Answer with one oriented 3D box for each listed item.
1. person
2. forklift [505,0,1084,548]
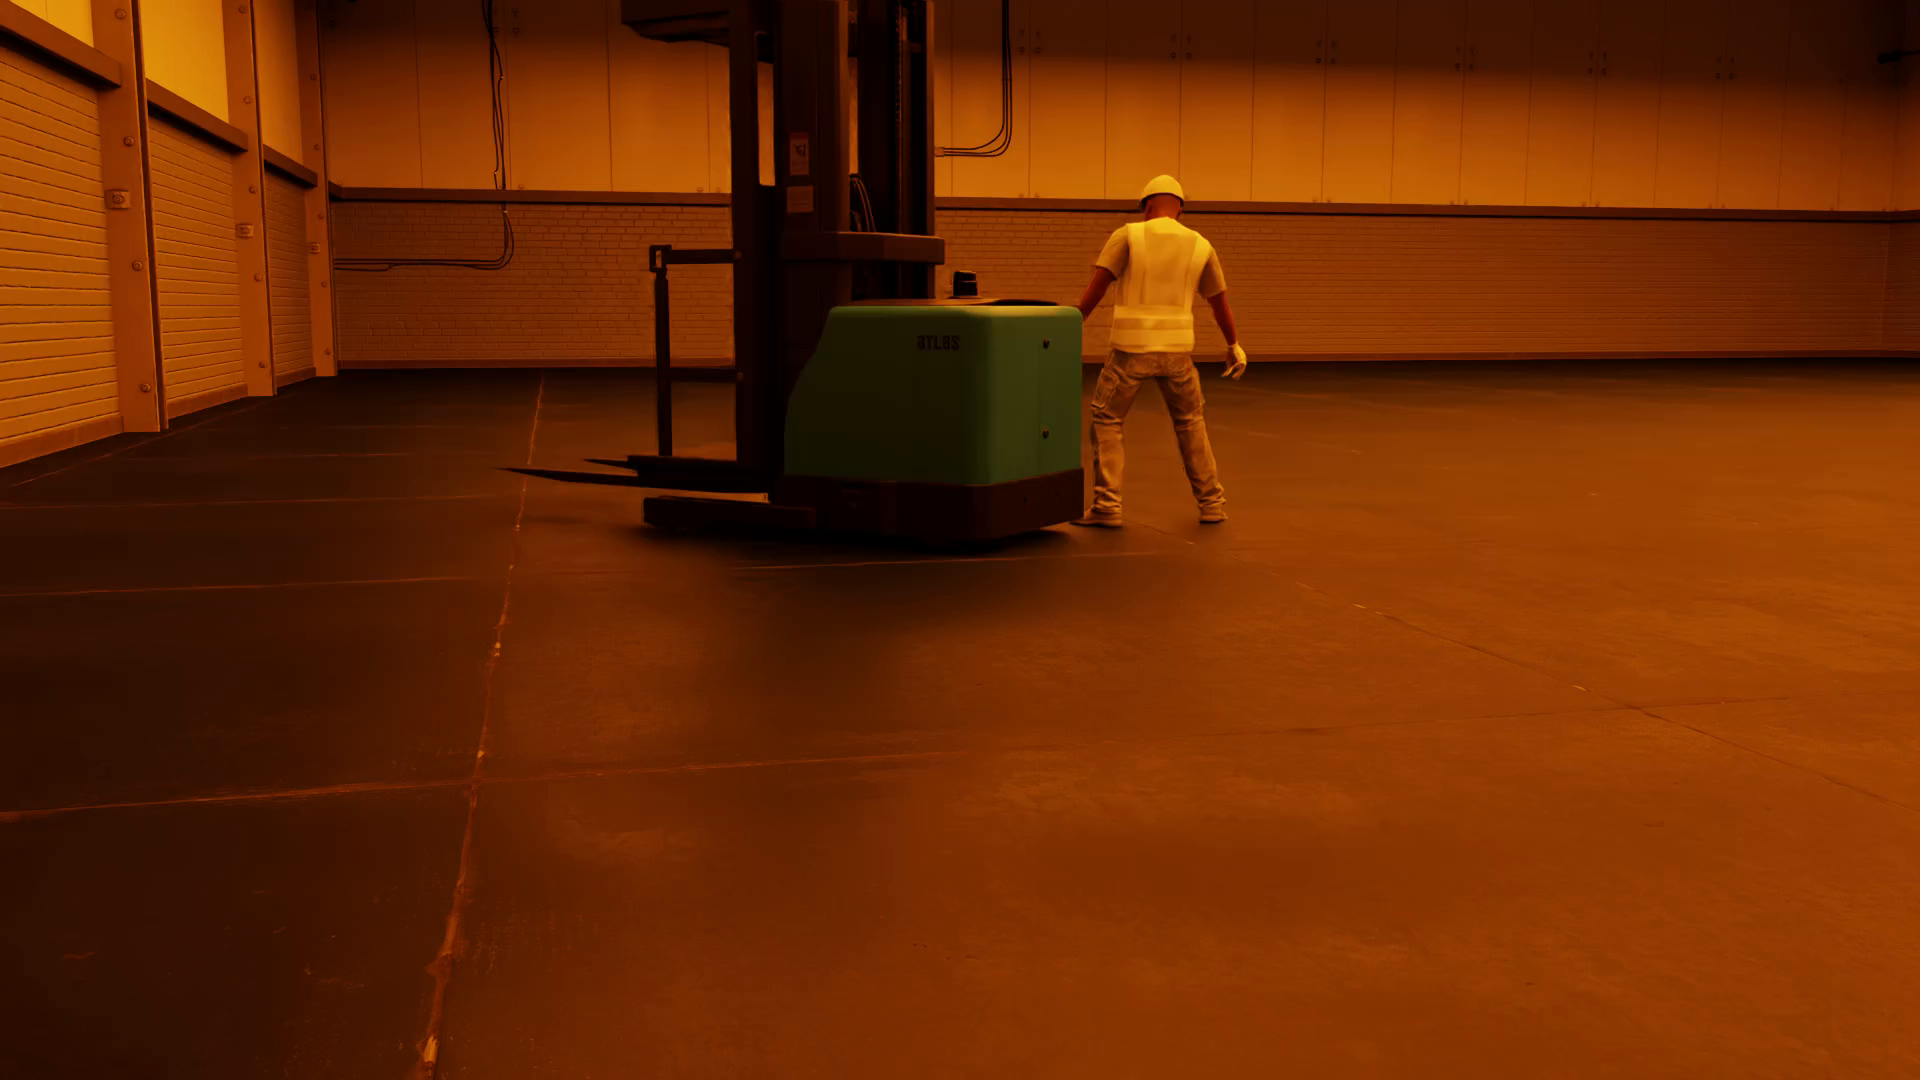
[{"bbox_3d":[0.968,-0.944,8.285,0.975,1.733,0.443,-2,8,-14],"label":"person"},{"bbox_3d":[-0.937,-1.541,8.140,3.031,2.935,1.130,5,9,30],"label":"forklift"}]
